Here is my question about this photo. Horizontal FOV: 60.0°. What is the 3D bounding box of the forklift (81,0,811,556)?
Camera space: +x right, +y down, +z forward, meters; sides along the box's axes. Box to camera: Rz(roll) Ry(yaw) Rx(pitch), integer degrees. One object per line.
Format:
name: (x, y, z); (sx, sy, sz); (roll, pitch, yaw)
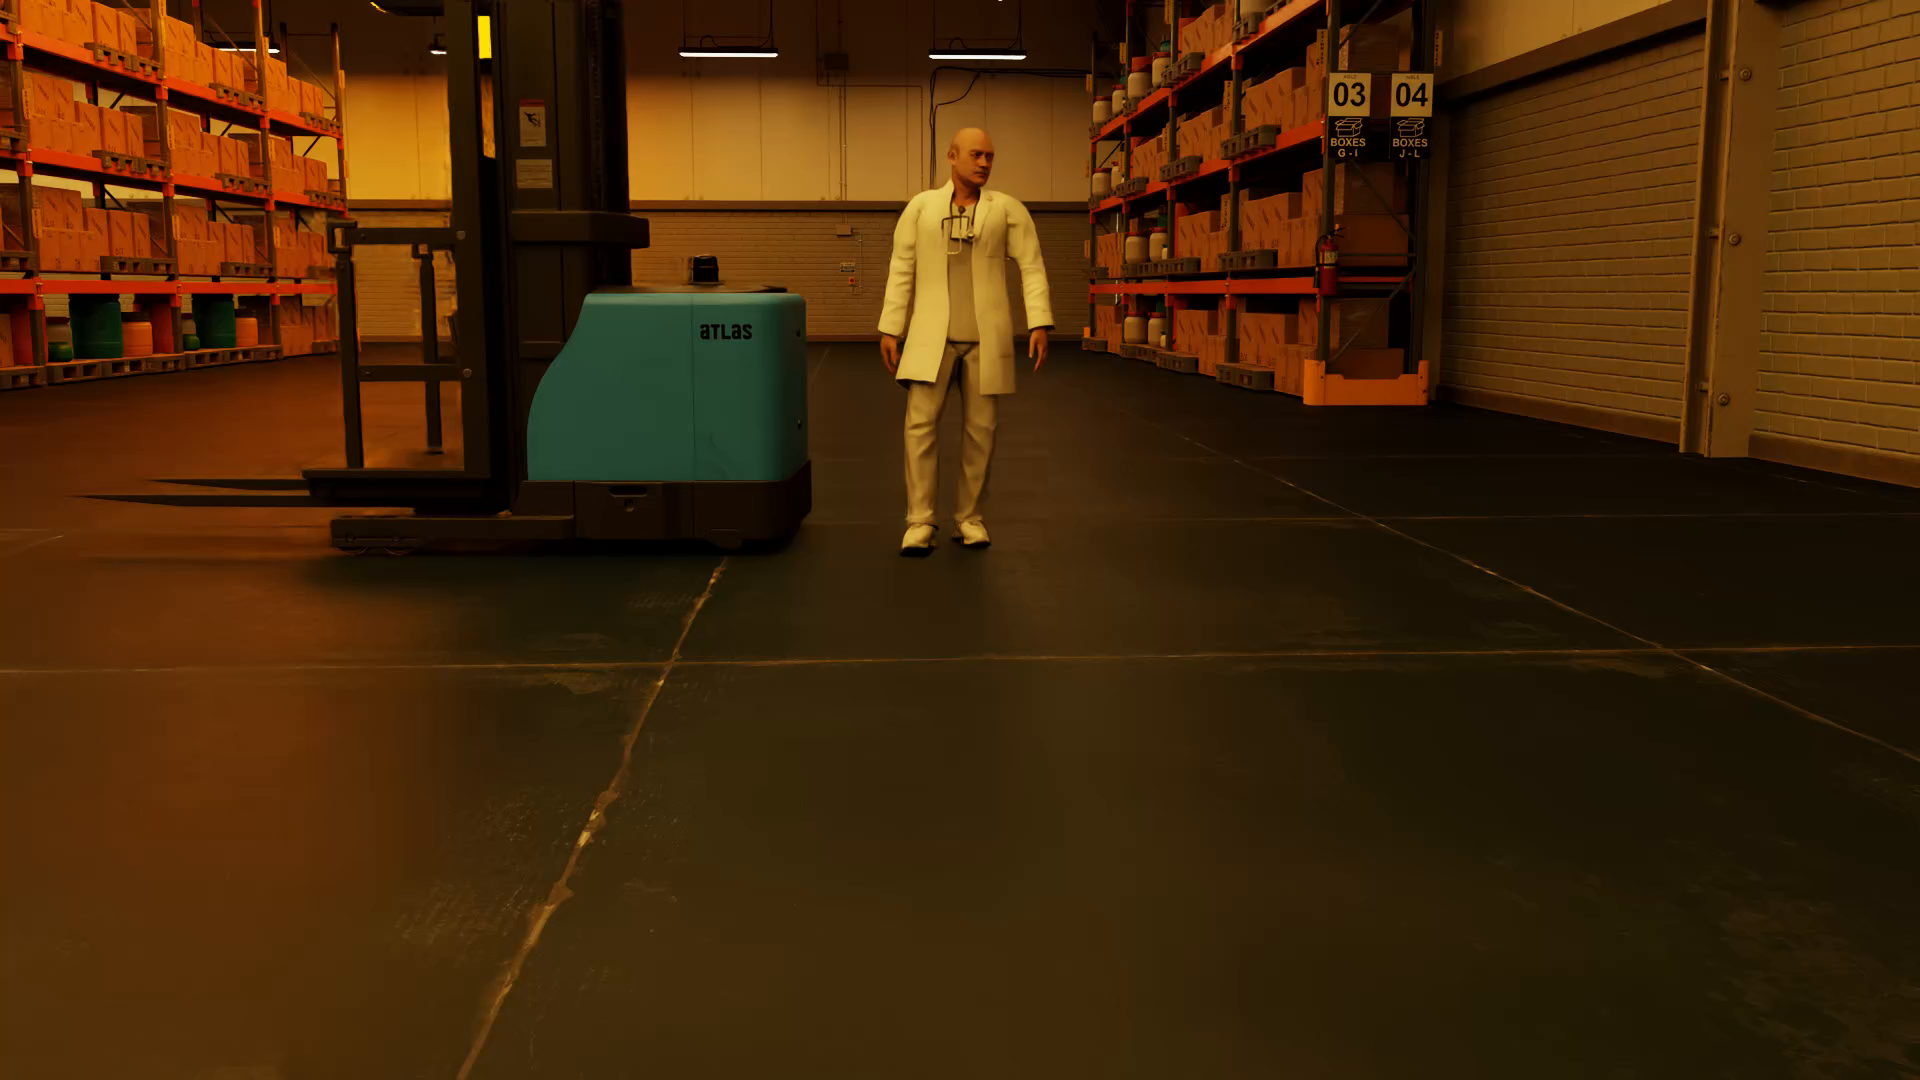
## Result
forklift: (-2.218, -1.462, 7.177); (3.031, 2.935, 1.130); (0, 8, 1)

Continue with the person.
person: (0.023, -0.839, 6.979); (0.752, 1.764, 0.657); (0, 8, 0)
